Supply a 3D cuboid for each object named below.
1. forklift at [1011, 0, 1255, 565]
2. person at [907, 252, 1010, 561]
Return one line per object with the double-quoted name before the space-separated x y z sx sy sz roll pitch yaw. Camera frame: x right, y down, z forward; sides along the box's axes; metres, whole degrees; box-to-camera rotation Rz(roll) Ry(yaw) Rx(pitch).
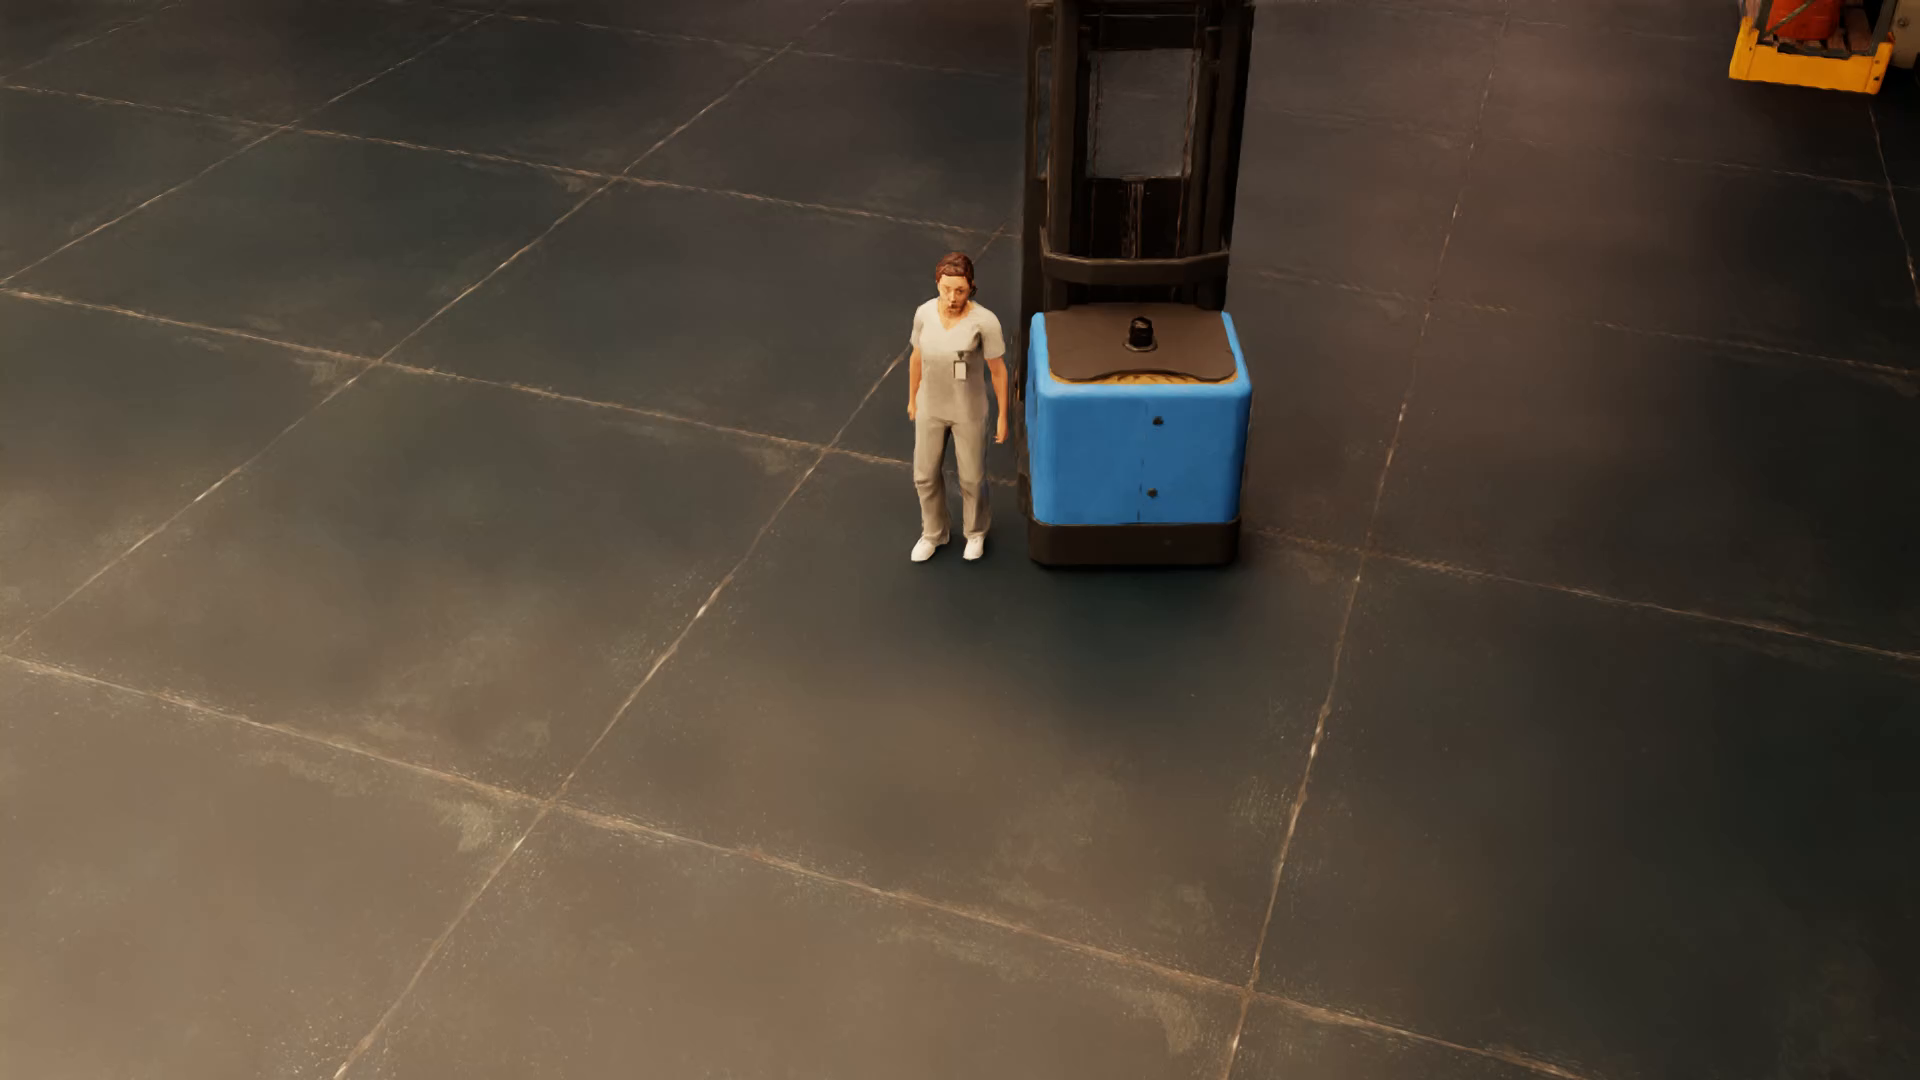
"forklift" 0.865 -1.891 8.778 1.130 2.935 3.031 0 35 0
"person" -0.008 -0.630 8.109 0.545 1.668 0.398 9 36 13
